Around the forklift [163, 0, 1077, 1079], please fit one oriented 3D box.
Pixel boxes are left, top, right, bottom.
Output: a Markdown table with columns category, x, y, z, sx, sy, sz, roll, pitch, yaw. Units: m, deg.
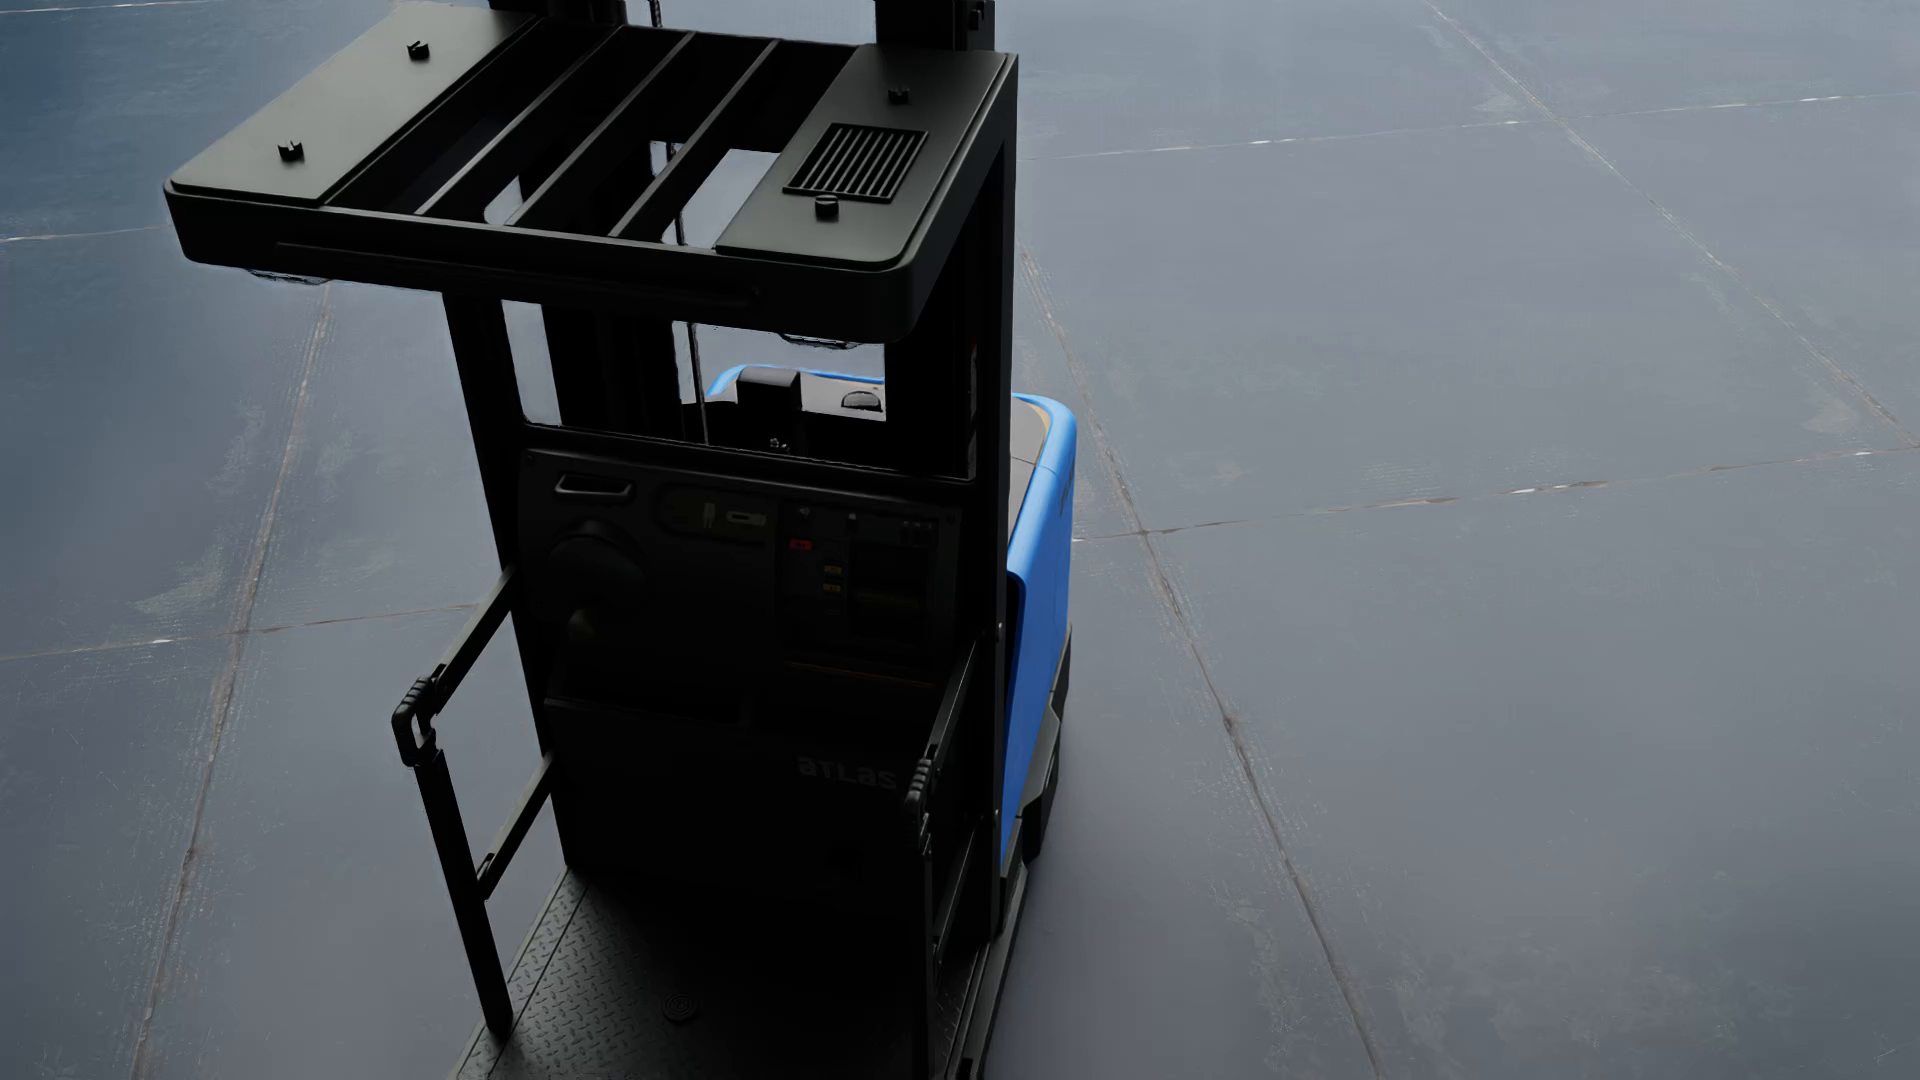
| category | x | y | z | sx | sy | sz | roll | pitch | yaw |
| --- | --- | --- | --- | --- | --- | --- | --- | --- | --- |
| forklift | -0.500 | 0.124 | 3.202 | 1.130 | 2.935 | 3.031 | 8 | 39 | 10 |
